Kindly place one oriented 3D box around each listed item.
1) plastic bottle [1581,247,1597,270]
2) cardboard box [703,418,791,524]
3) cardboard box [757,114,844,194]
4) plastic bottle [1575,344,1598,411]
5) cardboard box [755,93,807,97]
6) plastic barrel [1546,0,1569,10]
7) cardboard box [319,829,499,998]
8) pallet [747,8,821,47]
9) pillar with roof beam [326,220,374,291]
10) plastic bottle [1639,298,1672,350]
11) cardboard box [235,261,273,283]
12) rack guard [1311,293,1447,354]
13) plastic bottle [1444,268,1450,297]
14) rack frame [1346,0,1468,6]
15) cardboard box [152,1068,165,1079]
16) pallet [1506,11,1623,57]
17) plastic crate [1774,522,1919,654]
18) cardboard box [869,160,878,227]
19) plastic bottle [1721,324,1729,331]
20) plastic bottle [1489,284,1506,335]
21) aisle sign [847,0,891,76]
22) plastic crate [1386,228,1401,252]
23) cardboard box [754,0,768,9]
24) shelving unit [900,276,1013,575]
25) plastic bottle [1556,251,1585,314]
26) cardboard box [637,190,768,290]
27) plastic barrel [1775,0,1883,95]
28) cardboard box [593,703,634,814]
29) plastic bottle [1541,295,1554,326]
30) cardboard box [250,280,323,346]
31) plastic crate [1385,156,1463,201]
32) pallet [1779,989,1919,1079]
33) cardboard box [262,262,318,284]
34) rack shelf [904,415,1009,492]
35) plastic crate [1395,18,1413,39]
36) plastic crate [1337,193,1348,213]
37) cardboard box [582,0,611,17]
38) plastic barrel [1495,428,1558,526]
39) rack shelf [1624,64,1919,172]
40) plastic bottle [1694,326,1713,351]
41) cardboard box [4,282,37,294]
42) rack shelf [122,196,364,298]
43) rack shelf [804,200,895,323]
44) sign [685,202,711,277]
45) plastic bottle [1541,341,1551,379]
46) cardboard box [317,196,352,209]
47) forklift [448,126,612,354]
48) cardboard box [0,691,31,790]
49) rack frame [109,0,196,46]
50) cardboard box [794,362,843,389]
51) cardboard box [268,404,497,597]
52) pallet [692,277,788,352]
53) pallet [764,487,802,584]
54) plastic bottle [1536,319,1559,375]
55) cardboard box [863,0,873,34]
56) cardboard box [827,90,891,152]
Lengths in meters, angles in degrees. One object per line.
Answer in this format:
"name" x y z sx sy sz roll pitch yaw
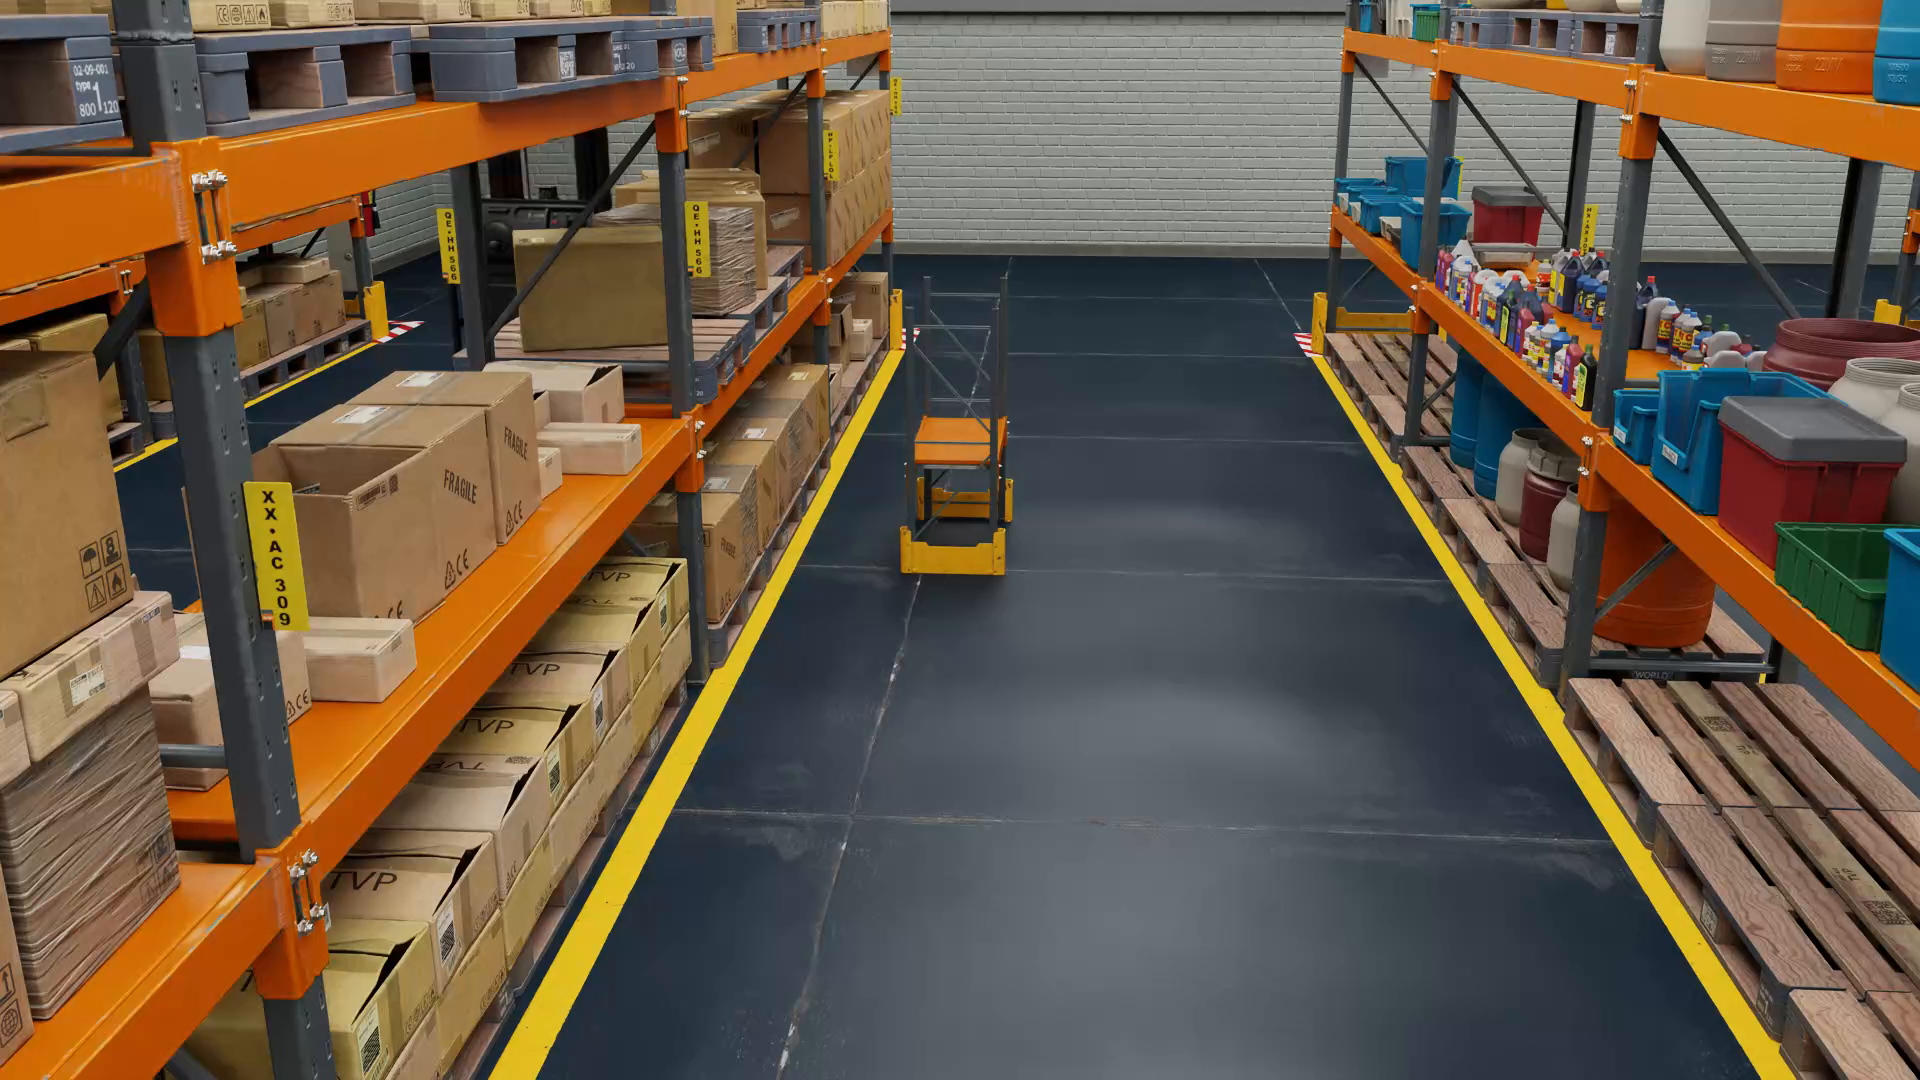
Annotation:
"plastic bottle" 3.793 -1.583 10.016 0.144 0.351 0.185 1 18 4
"cardboard box" -1.272 -0.405 9.651 0.500 0.500 0.500 1 18 2
"cardboard box" -1.094 -2.674 11.499 0.500 0.500 0.500 2 18 5
"plastic bottle" 2.849 -0.737 7.541 0.061 0.283 0.133 1 18 4
"cardboard box" -1.446 -3.482 13.964 0.500 0.500 0.500 1 18 4
"plastic barrel" 3.669 -3.326 9.461 0.600 0.588 0.600 0 18 0
"cardboard box" -1.662 1.036 4.785 0.500 0.311 0.500 1 18 3
"pallet" -1.525 -3.146 10.192 1.213 0.211 1.003 1 18 4
"pillar with roof beam" -2.438 -6.975 16.759 9.100 9.000 0.400 1 18 4
"plastic bottle" 3.698 -1.156 8.833 0.152 0.276 0.135 1 18 4
"cardboard box" -6.239 -2.349 14.573 0.380 0.149 0.250 1 18 4
"rack guard" 3.808 -1.961 15.106 1.175 0.500 0.348 1 18 4
"plastic bottle" 3.081 -1.623 10.377 0.097 0.201 0.097 0 18 0
"rack frame" 3.819 -5.992 13.759 1.000 3.000 0.127 1 18 4
"cardboard box" -2.238 1.182 4.339 0.500 0.311 0.500 1 18 4
"pallet" 3.495 -2.637 8.639 1.003 0.211 1.213 1 18 4
"plastic crate" 2.802 0.139 5.022 0.450 0.188 0.662 1 18 4
"cardboard box" -0.957 -2.840 13.611 0.500 0.500 0.500 1 18 4
"plastic bottle" 3.687 -0.913 8.079 0.061 0.283 0.133 1 18 4
"plastic bottle" 2.993 -1.278 9.211 0.097 0.271 0.097 0 18 0
"aisle sign" -0.811 -4.503 14.673 0.394 0.787 0.004 1 18 4
"plastic crate" 3.345 -2.151 12.015 0.437 0.125 0.590 1 18 4
"cardboard box" -1.518 -3.576 10.207 0.600 0.600 0.600 0 18 -1
"shelving unit" -0.005 -0.689 9.617 0.587 1.500 1.083 1 18 4
"plastic bottle" 3.636 -1.529 9.851 0.144 0.351 0.185 1 18 4
"cardboard box" -1.473 -1.708 9.483 0.700 0.500 0.500 -3 18 -10
"plastic barrel" 2.923 -1.833 5.193 0.600 0.830 0.708 1 18 4
"cardboard box" -1.562 0.824 6.334 0.500 0.250 0.500 2 18 5
"plastic bottle" 3.088 -1.146 8.790 0.061 0.283 0.133 1 18 4
"cardboard box" -6.049 -1.999 14.548 0.700 0.500 0.500 1 18 4
"plastic crate" 3.981 -3.079 14.348 0.616 0.435 0.499 1 18 4
"pallet" 2.976 1.666 4.500 1.003 0.211 1.213 1 18 4
"cardboard box" -5.858 -2.340 14.544 0.380 0.149 0.250 2 18 5
"rack shelf" -0.006 -0.515 9.665 0.538 0.185 1.000 1 18 4
"plastic crate" 3.244 -3.603 11.707 0.293 0.136 0.466 1 18 4
"plastic crate" 3.367 -2.878 14.215 0.250 0.136 0.298 1 18 4
"cardboard box" -1.671 -2.180 6.509 0.500 0.250 0.500 0 18 0
"plastic barrel" 3.296 -0.355 9.509 0.421 0.512 0.421 0 18 0
"rack shelf" 3.102 -1.119 4.860 1.077 0.370 4.000 1 18 4
"plastic bottle" 3.607 -0.903 8.070 0.097 0.271 0.097 0 18 0
"cardboard box" -6.109 -1.657 10.535 0.380 0.149 0.250 1 18 4
"rack shelf" -6.206 -2.400 13.585 1.077 0.370 4.000 1 18 4
"rack shelf" -1.265 -2.290 13.251 1.077 0.370 4.000 1 18 4
"sign" -1.141 -1.308 7.237 0.100 0.325 0.005 1 18 4
"plastic bottle" 2.913 -0.895 8.158 0.097 0.201 0.097 0 18 0
"cardboard box" -6.089 -3.347 14.837 0.980 0.700 0.700 2 18 6
"forklift" -3.237 -2.346 12.375 1.130 2.935 3.031 3 18 9
"cardboard box" -1.823 0.365 2.789 0.380 0.149 0.250 1 18 2
"rack frame" -1.982 -2.377 2.726 1.000 3.000 0.127 1 18 4
"cardboard box" -1.110 -1.268 12.819 0.380 0.166 0.250 1 18 4
"cardboard box" -1.837 -0.131 5.346 0.500 0.500 0.500 1 18 4
"pallet" -1.560 -1.282 9.325 1.003 0.211 1.213 1 18 4
"pallet" -1.513 -0.052 9.744 1.003 0.211 1.213 1 18 4
"plastic bottle" 2.920 -0.959 8.239 0.097 0.271 0.097 0 18 0
"cardboard box" -0.965 -4.131 13.138 0.500 0.250 0.500 1 18 4
"cardboard box" -0.879 -3.632 14.422 0.500 0.500 0.500 1 18 3
